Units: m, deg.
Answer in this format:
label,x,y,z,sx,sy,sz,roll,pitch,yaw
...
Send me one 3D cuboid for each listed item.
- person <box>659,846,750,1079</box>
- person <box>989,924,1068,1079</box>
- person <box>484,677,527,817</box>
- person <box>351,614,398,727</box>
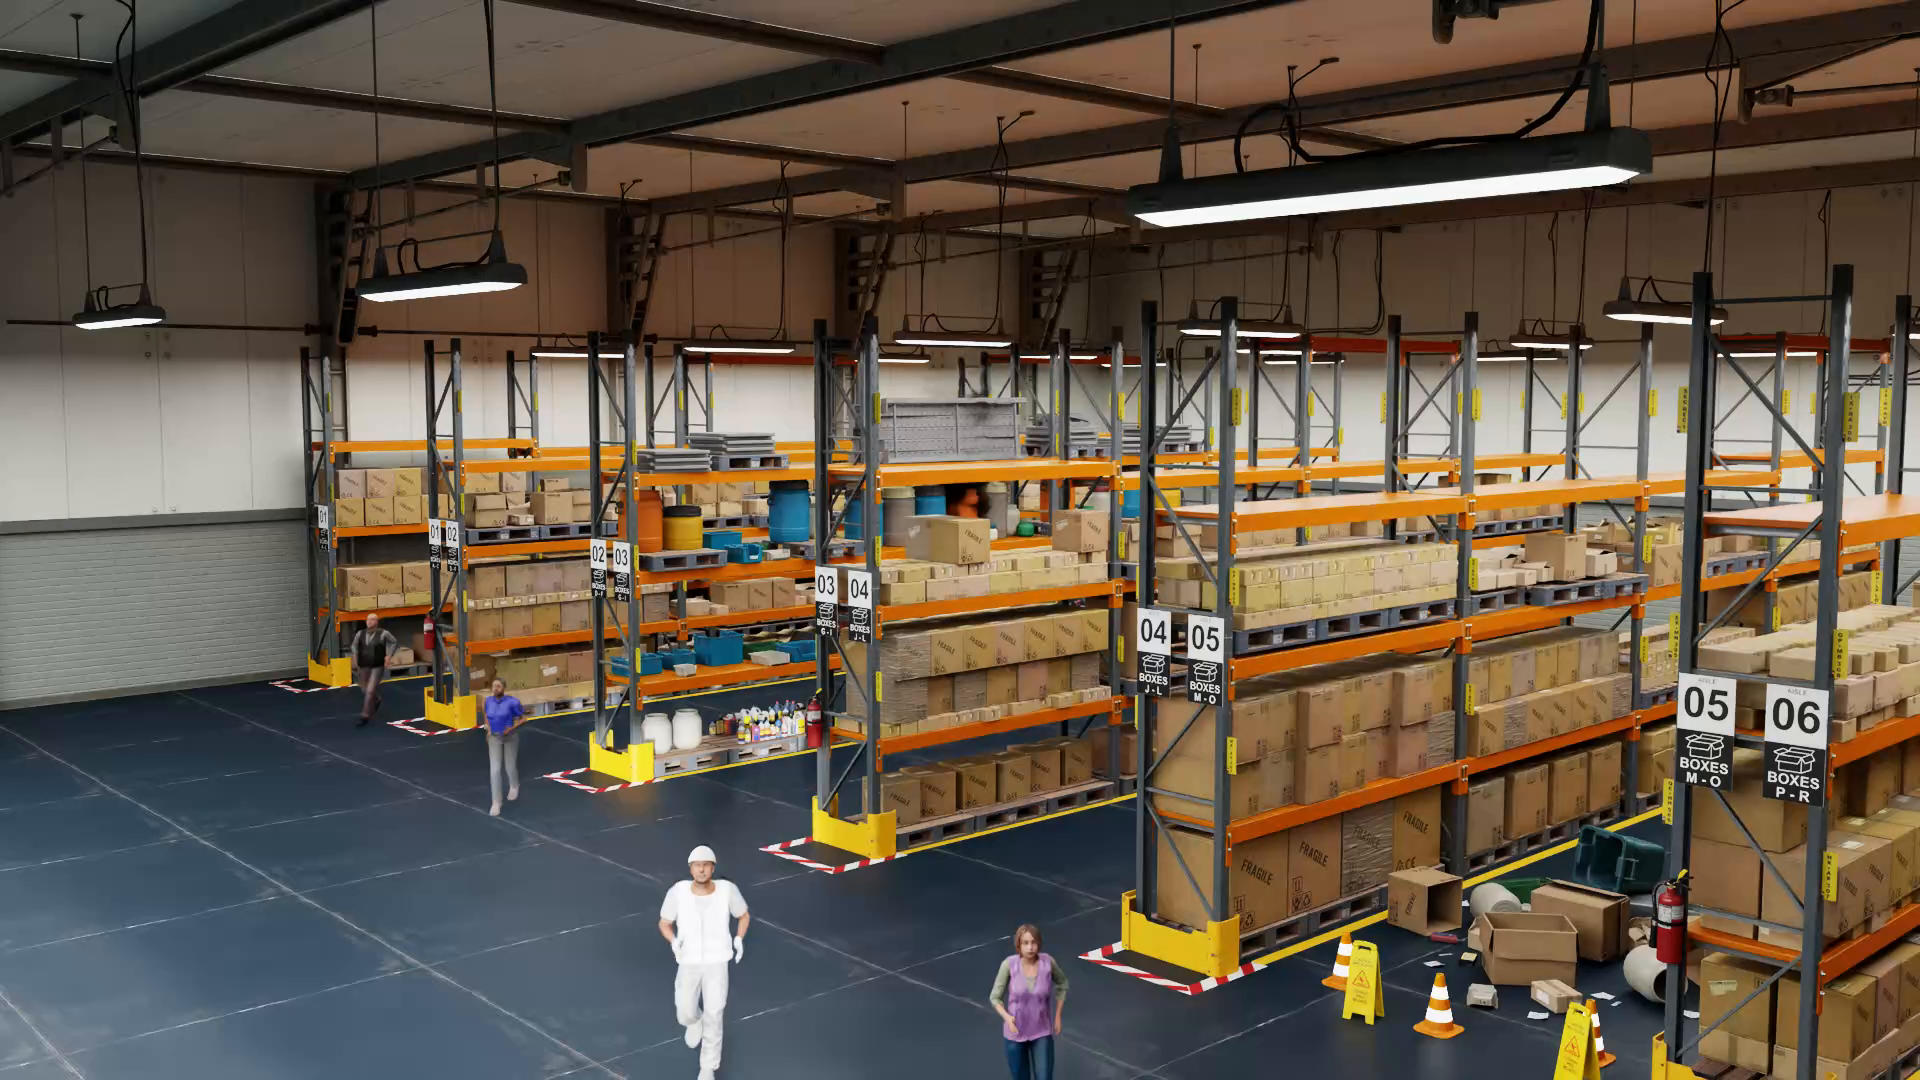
label,x,y,z,sx,sy,sz,roll,pitch,yaw
person,-1.942,3.186,12.661,0.689,1.740,0.748,-1,5,-6
person,0.469,3.381,11.303,0.541,1.568,0.604,0,5,2
person,-5.654,2.528,20.689,0.559,1.668,0.812,0,5,-2
person,-9.218,2.014,26.076,0.695,1.703,0.978,0,5,5
